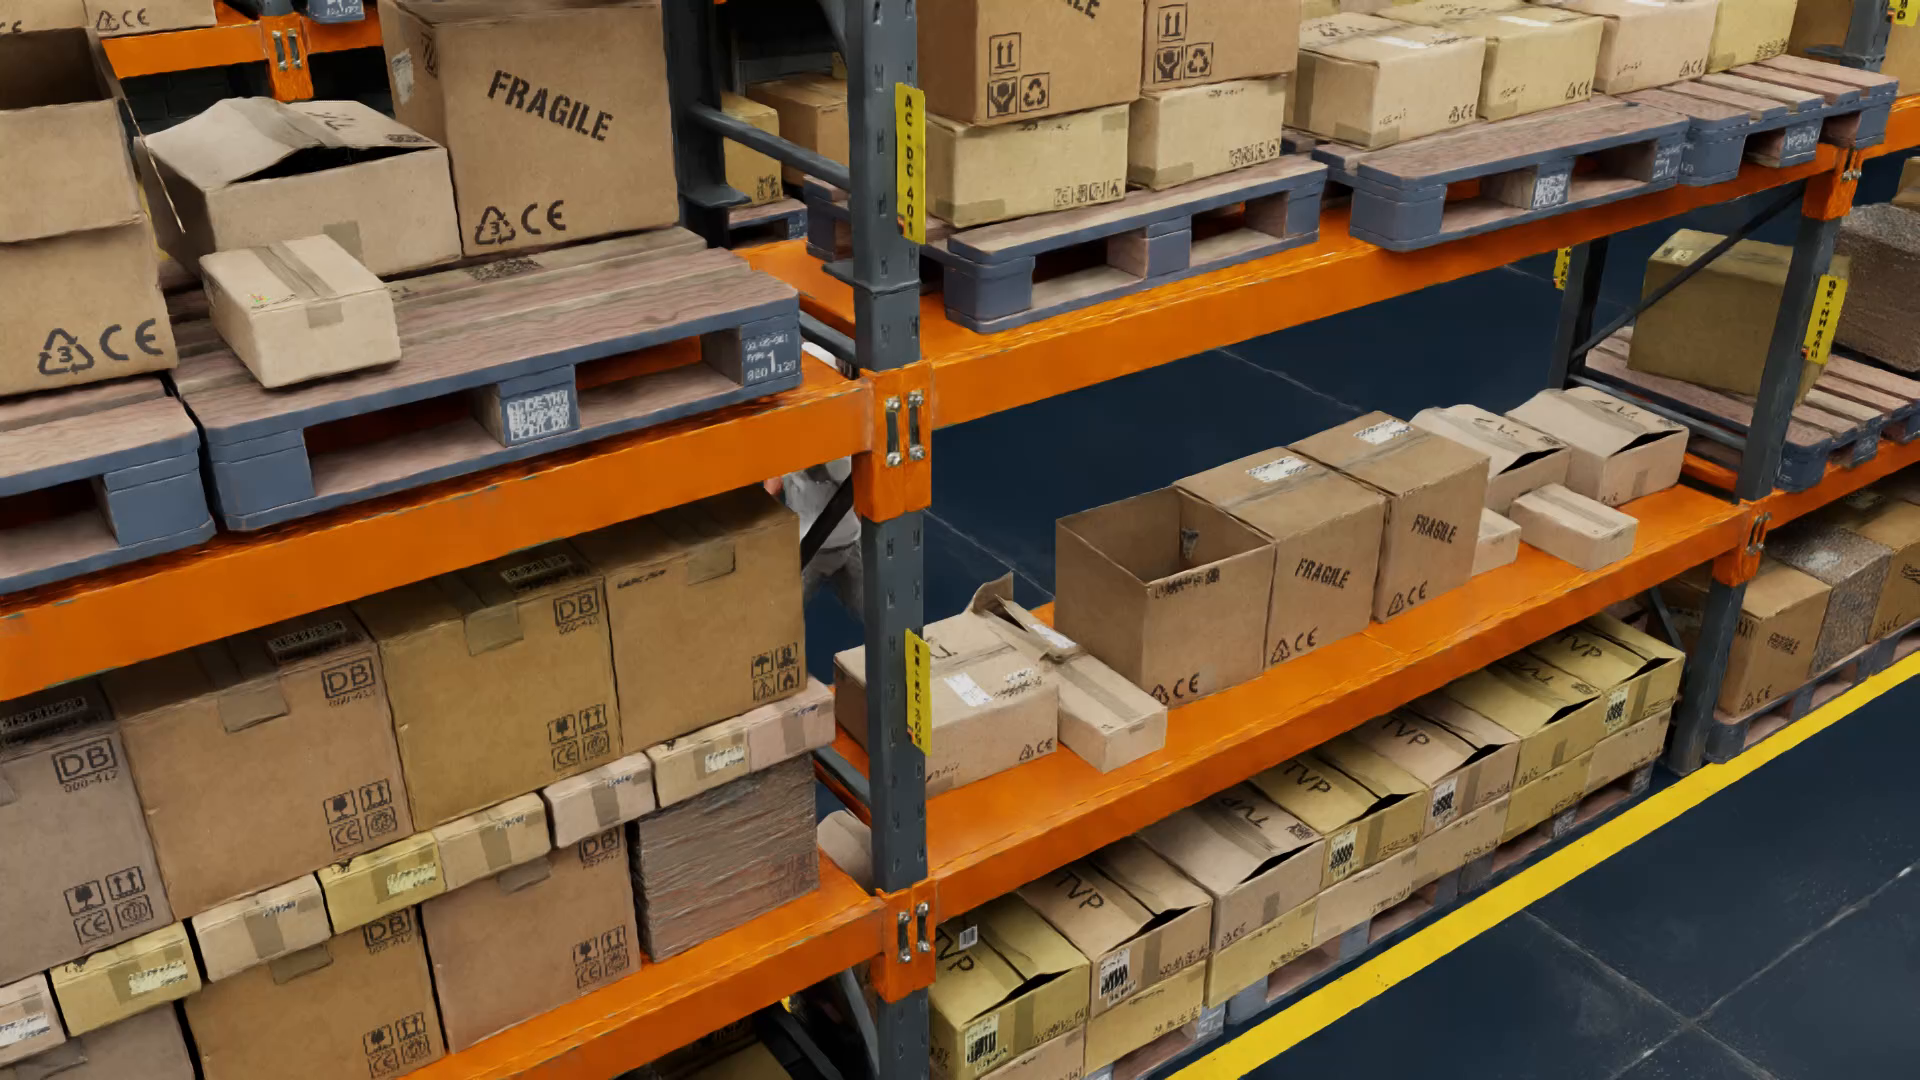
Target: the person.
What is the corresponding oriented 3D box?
[{"bbox_3d":[-0.584,-0.025,7.182,1.069,1.739,0.547,-1,28,-3],"label":"person"}]
